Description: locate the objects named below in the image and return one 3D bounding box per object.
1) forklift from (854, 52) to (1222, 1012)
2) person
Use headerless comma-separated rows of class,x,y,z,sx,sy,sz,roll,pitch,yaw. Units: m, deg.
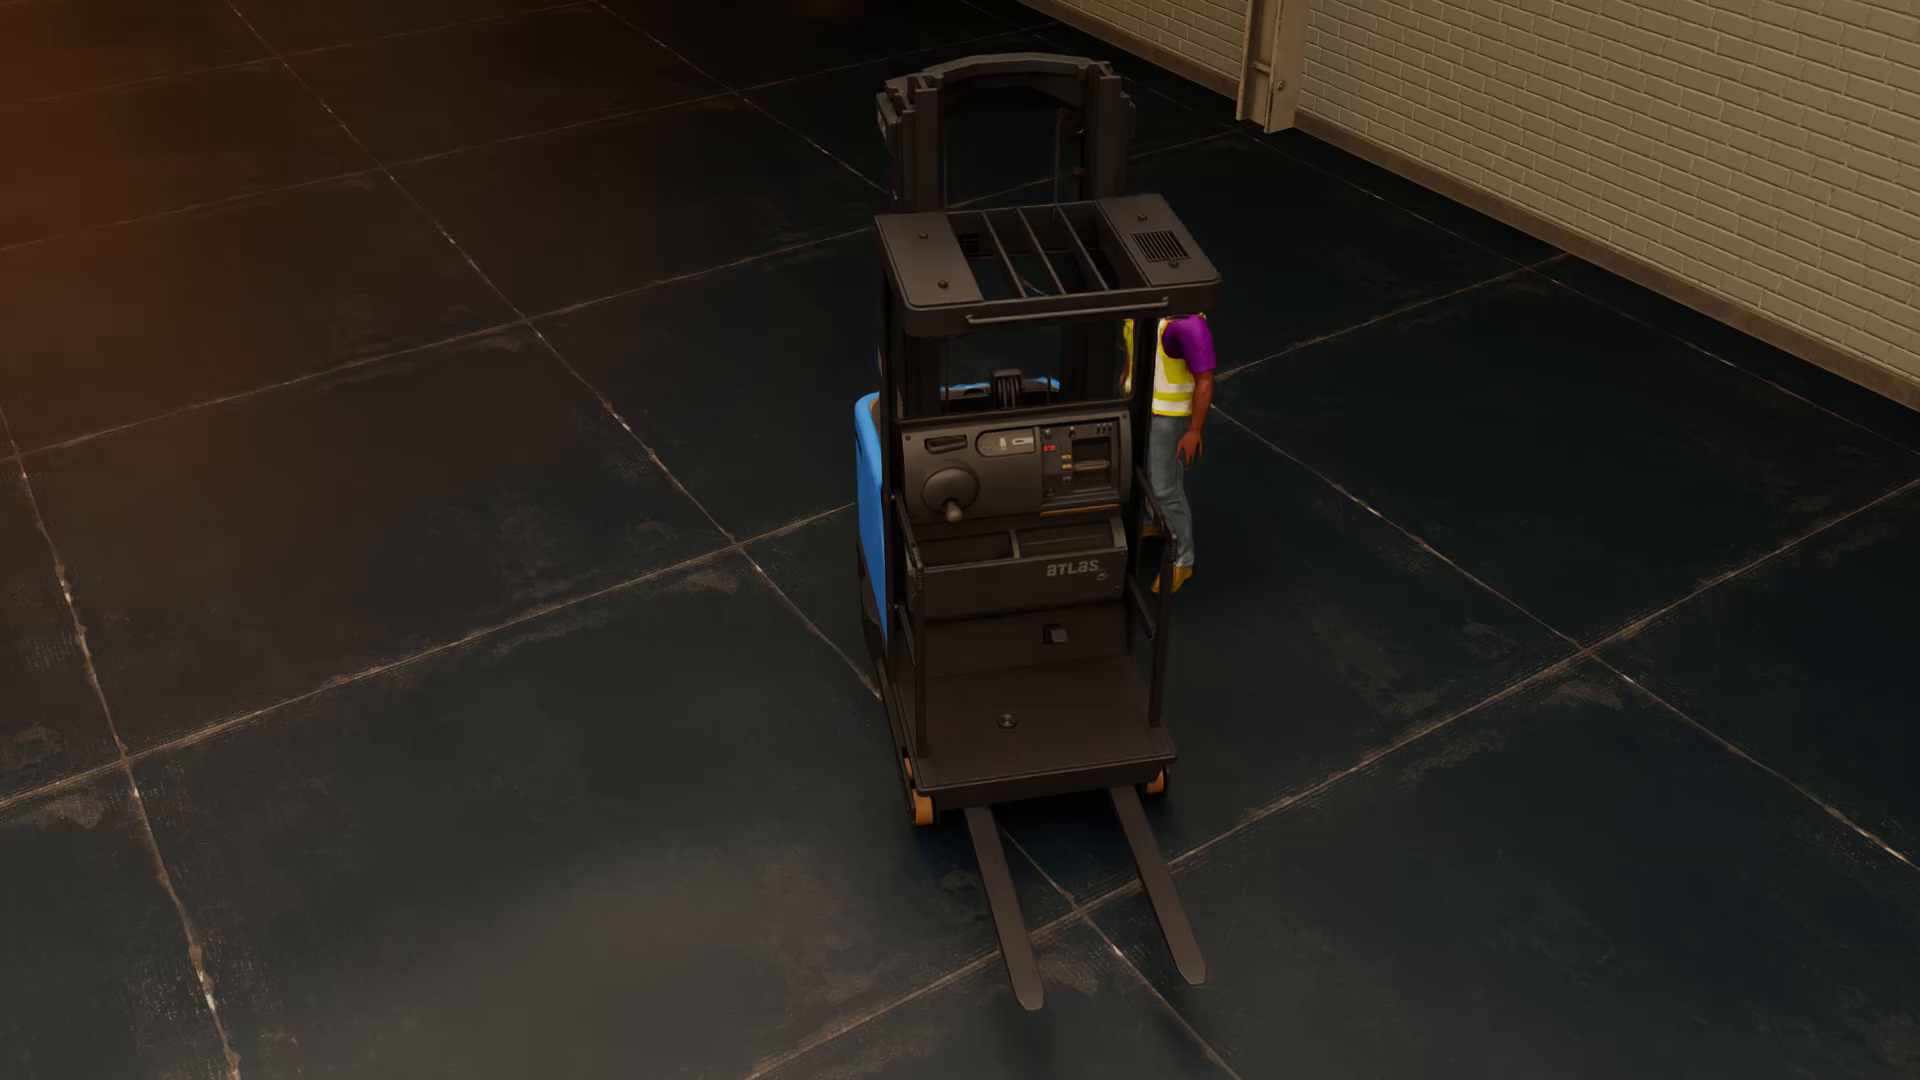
forklift,0.275,-0.230,6.475,1.130,2.935,3.031,-6,36,-9
person,0.950,-0.667,8.135,0.423,1.739,0.829,-16,38,-22
